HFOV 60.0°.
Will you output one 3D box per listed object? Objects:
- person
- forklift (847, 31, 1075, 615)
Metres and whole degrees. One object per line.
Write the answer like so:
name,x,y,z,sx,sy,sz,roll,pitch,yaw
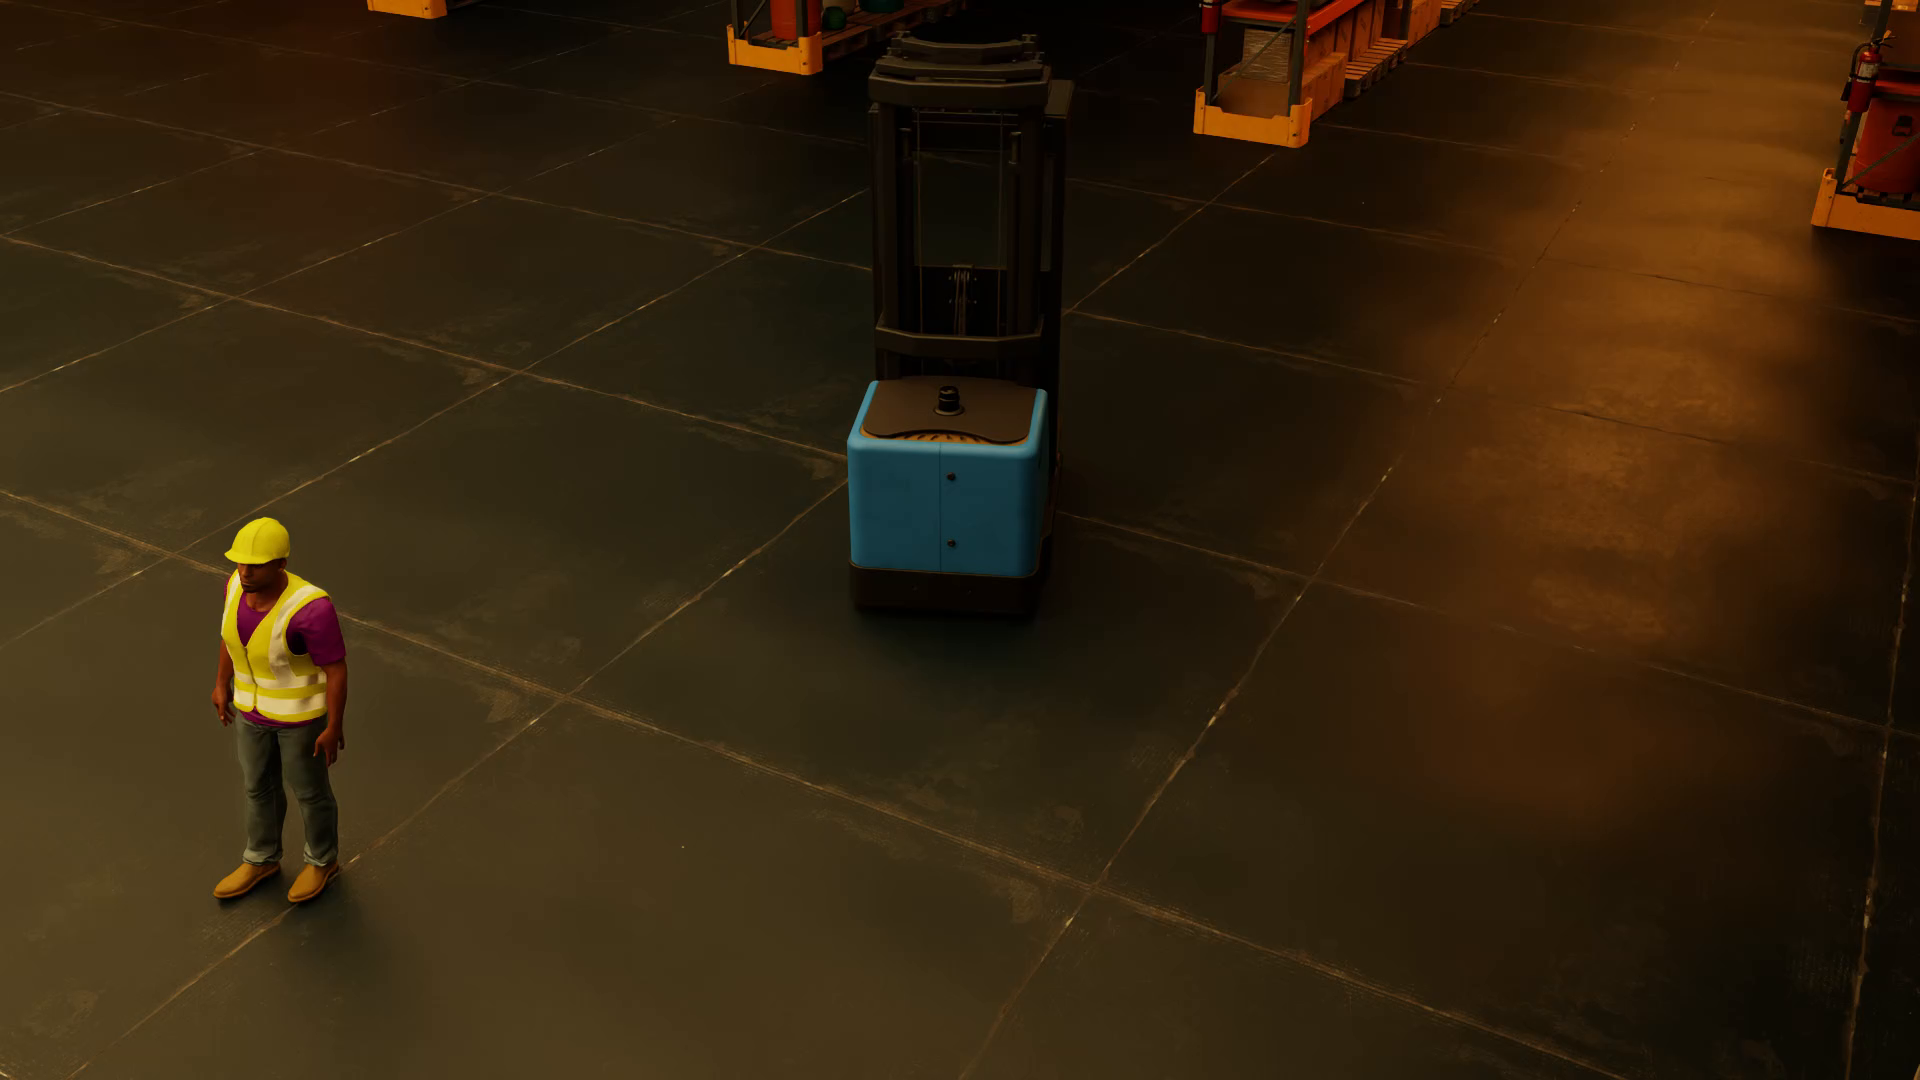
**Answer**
person,-2.878,0.740,6.940,0.665,1.768,0.575,13,32,21
forklift,0.072,-1.572,9.794,1.130,2.935,3.031,3,30,6
